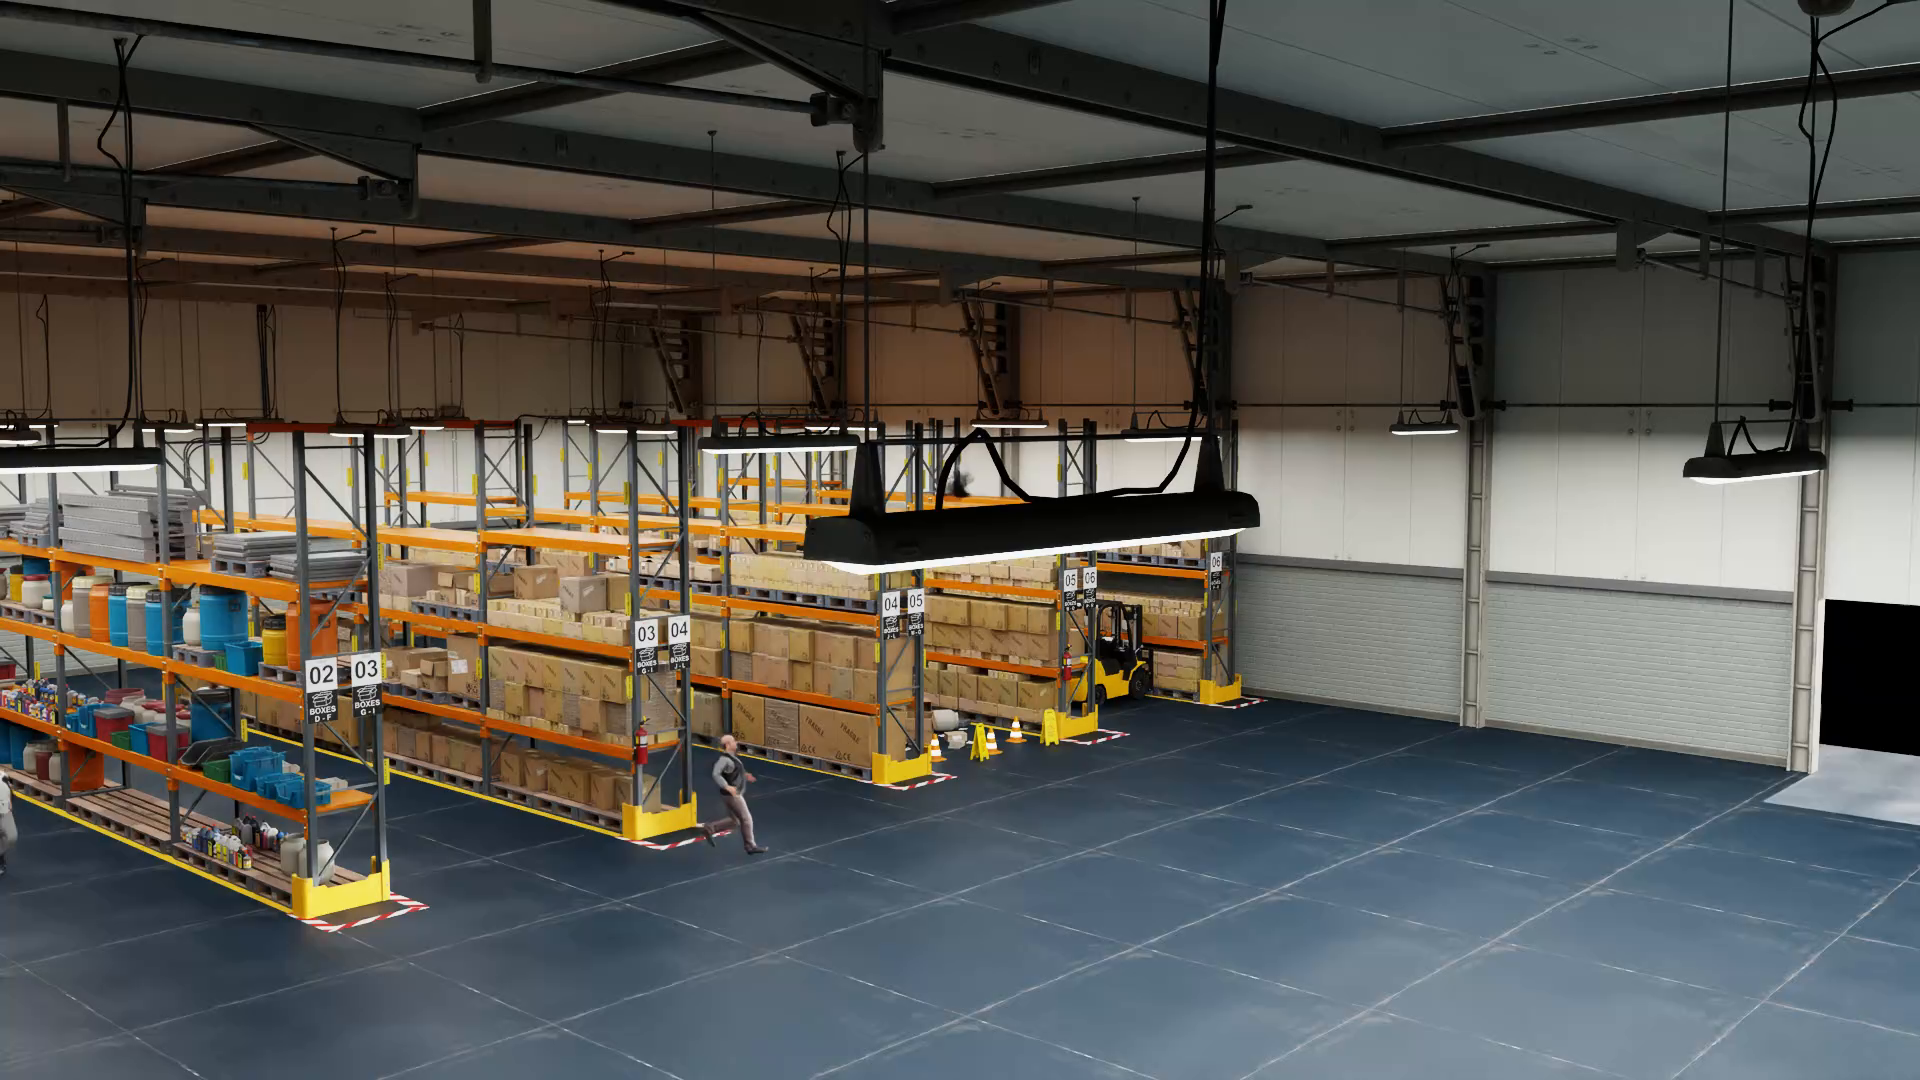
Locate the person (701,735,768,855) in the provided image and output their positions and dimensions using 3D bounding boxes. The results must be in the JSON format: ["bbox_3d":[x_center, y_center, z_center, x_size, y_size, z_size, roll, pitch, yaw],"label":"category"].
[{"bbox_3d":[-3.168,3.566,23.330,0.946,1.686,0.640,0,5,-1],"label":"person"}]

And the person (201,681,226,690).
[{"bbox_3d":[-12.855,3.122,28.762,0.595,1.720,0.699,4,6,39],"label":"person"}]

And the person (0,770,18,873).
[{"bbox_3d":[-12.988,3.689,22.391,0.561,1.620,0.600,3,6,34],"label":"person"}]

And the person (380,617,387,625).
[{"bbox_3d":[-13.829,2.280,39.806,0.863,1.652,0.704,-3,5,-31],"label":"person"}]
